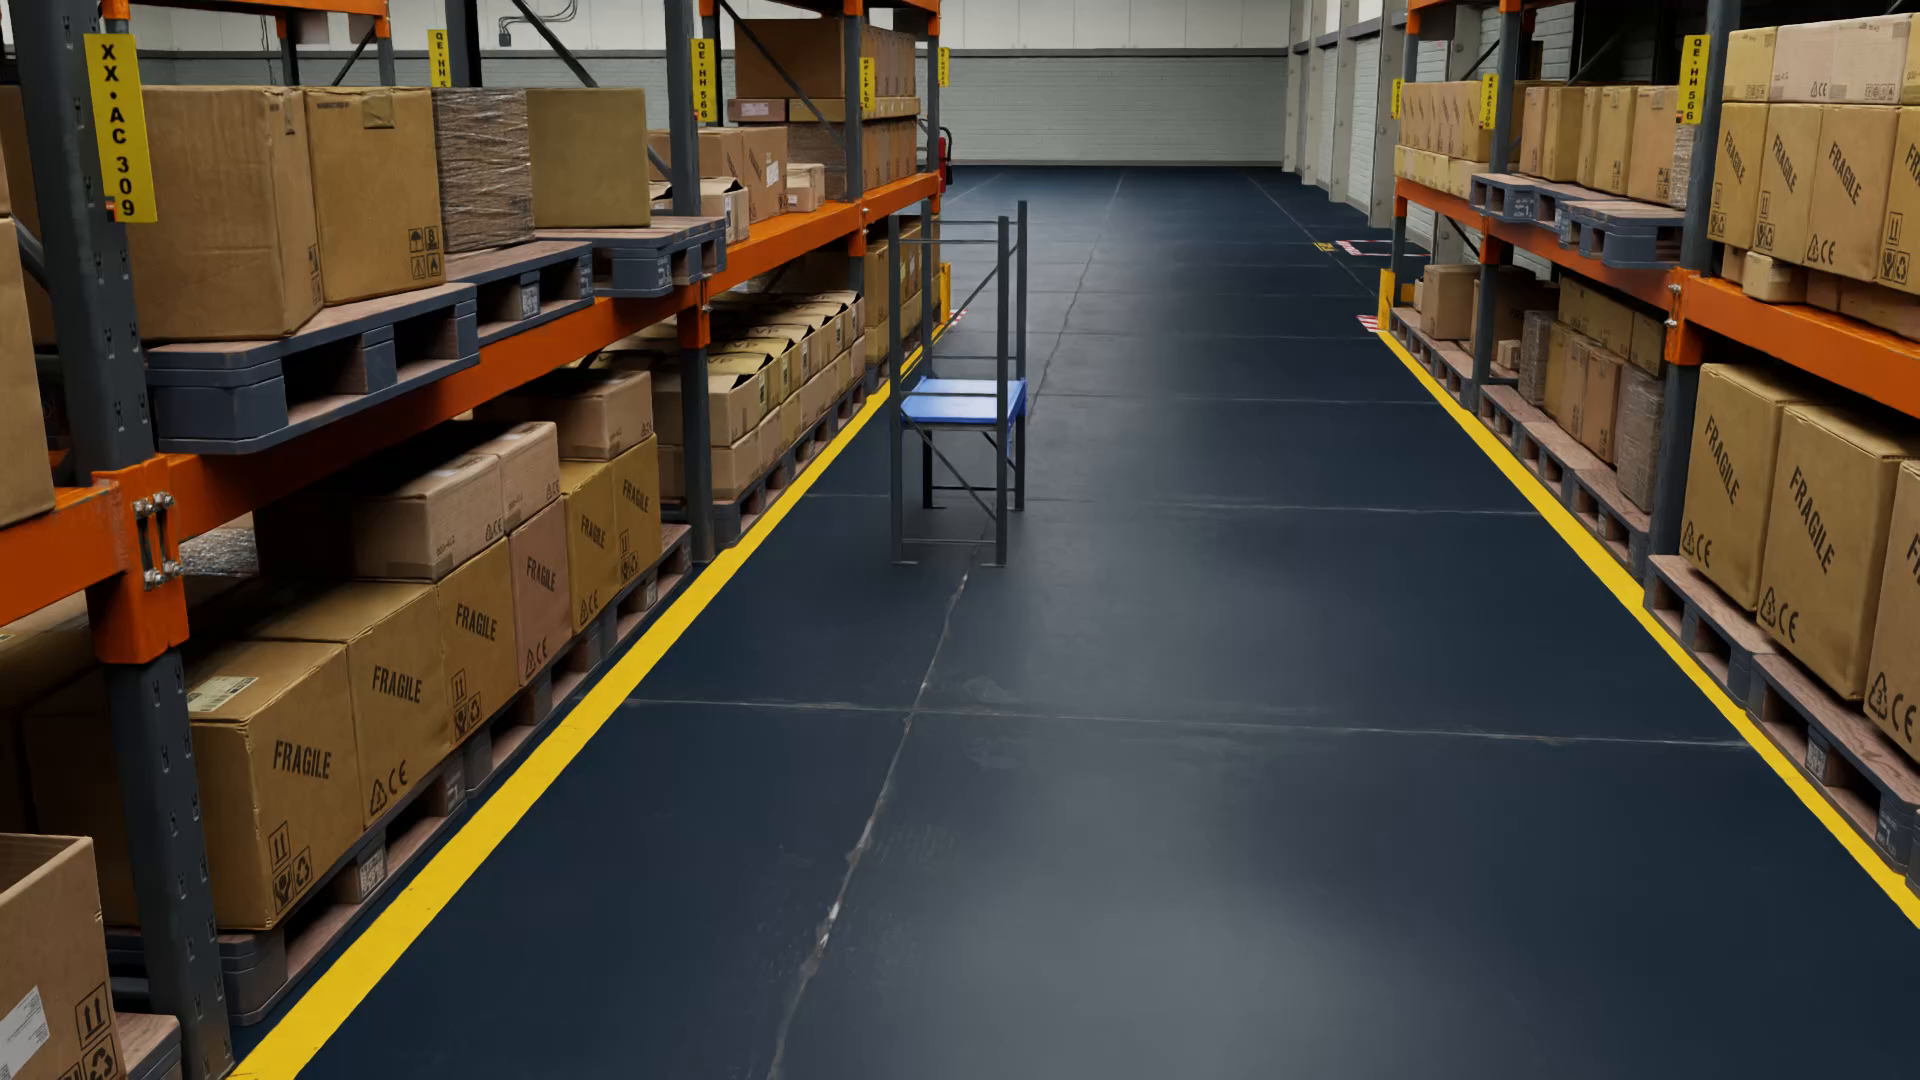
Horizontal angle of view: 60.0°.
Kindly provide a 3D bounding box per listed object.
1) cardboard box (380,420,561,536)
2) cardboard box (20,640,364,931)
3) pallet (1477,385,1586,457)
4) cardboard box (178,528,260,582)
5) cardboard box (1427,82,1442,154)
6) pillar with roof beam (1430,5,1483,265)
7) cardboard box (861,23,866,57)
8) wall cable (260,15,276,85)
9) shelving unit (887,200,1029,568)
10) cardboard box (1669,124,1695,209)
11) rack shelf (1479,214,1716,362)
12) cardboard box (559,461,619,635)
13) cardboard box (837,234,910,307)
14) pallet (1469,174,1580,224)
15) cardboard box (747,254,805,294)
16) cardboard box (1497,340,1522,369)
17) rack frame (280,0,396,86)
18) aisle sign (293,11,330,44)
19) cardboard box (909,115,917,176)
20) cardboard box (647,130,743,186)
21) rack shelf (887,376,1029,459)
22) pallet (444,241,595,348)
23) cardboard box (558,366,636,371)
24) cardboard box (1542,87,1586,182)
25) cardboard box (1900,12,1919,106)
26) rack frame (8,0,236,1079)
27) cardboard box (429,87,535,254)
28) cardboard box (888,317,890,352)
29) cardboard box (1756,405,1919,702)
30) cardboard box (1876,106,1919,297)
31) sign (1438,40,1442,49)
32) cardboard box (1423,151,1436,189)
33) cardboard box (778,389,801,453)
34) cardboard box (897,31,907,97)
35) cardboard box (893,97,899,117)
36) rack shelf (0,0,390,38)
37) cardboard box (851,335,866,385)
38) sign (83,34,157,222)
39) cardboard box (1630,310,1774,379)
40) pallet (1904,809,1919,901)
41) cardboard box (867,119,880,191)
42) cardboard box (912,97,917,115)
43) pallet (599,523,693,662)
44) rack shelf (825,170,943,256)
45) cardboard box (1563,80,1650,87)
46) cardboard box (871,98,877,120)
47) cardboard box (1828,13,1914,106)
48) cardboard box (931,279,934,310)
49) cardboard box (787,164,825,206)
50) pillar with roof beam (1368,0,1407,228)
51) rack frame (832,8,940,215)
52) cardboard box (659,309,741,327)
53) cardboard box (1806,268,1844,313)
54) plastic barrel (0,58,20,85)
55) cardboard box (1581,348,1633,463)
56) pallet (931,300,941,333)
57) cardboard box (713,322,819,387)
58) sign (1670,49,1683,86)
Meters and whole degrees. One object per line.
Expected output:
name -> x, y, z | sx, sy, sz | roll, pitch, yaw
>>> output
cardboard box -> -1.572, -0.203, 5.175 | 0.500, 0.250, 0.500 | 1, 15, 5
cardboard box -> -1.741, 0.549, 3.833 | 0.500, 0.500, 0.500 | 1, 15, 4
pallet -> 3.701, -0.709, 9.881 | 1.003, 0.211, 1.213 | 2, 15, 6
cardboard box -> -2.146, 0.272, 4.854 | 0.500, 0.500, 0.500 | 2, 15, 7
cardboard box -> 3.710, -3.083, 12.130 | 0.500, 0.500, 0.500 | 2, 15, 8
pillar with roof beam -> 1.419, -7.667, 18.776 | 9.100, 9.000, 0.400 | 2, 15, 6
cardboard box -> -1.036, -3.323, 11.529 | 0.700, 0.500, 0.500 | 2, 15, 6
wall cable -> -21.248, -13.919, 47.845 | 3.097, 2.526, 0.112 | 2, 15, 6
shelving unit -> 0.010, -0.746, 7.548 | 0.538, 1.500, 1.048 | 2, 15, 6
cardboard box -> 3.379, -1.603, 6.809 | 0.700, 0.500, 0.500 | 0, 15, 0
rack shelf -> 3.562, -1.391, 8.439 | 1.077, 0.370, 4.000 | 2, 15, 6
cardboard box -> -1.518, 0.013, 5.813 | 0.500, 0.500, 0.500 | 1, 15, 4
cardboard box -> -0.659, -2.010, 12.376 | 0.500, 0.500, 0.500 | 2, 15, 6
pallet -> 3.557, -1.971, 9.572 | 1.003, 0.211, 1.213 | 2, 15, 6
cardboard box -> -1.232, -1.896, 11.953 | 0.500, 0.500, 0.500 | 2, 15, 6
cardboard box -> 3.818, -1.242, 11.093 | 0.380, 0.166, 0.250 | 0, 15, -1
rack frame -> -5.605, -3.587, 15.180 | 1.000, 3.000, 0.127 | 2, 15, 6
aisle sign -> -5.888, -4.869, 14.941 | 0.394, 0.787, 0.004 | 2, 15, 6
cardboard box -> -0.749, -3.367, 14.177 | 0.700, 0.500, 0.500 | 2, 15, 6
cardboard box -> -1.413, -1.849, 8.561 | 0.500, 0.500, 0.500 | 1, 15, 3
rack shelf -> 0.010, -0.572, 7.595 | 0.538, 0.185, 1.000 | 2, 15, 6
pallet -> -1.801, -0.768, 5.122 | 1.003, 0.211, 1.213 | 2, 15, 6
cardboard box -> -1.772, -0.654, 7.723 | 0.500, 0.311, 0.500 | 2, 15, 8
cardboard box -> 3.626, -2.242, 9.174 | 0.700, 0.500, 0.500 | 3, 15, 12
cardboard box -> 2.865, -1.272, 4.381 | 0.500, 0.250, 0.500 | 1, 15, 5
rack frame -> -2.038, -0.327, 3.126 | 1.000, 3.000, 0.127 | 2, 15, 6
cardboard box -> -1.839, -1.218, 5.423 | 0.700, 0.500, 0.500 | 5, 16, 17
cardboard box -> -0.720, -1.519, 11.995 | 0.500, 0.250, 0.500 | 2, 15, 6
cardboard box -> 3.017, 0.029, 5.122 | 0.750, 0.750, 0.750 | 2, 15, 6
cardboard box -> 2.850, -0.904, 4.457 | 0.500, 0.500, 0.500 | 2, 15, 8
sign -> 6.113, -6.402, 21.150 | 0.001, 0.298, 0.199 | 2, 15, 6
cardboard box -> 3.701, -2.717, 12.212 | 0.500, 0.250, 0.500 | 2, 15, 7
cardboard box -> -1.127, -0.633, 8.719 | 0.500, 0.250, 0.500 | 1, 15, 5
cardboard box -> -0.809, -3.843, 13.452 | 0.700, 0.500, 0.500 | 1, 15, 5
cardboard box -> -0.682, -3.361, 12.909 | 0.380, 0.149, 0.250 | 2, 15, 8
rack shelf -> -5.831, -4.169, 12.964 | 1.077, 0.370, 4.000 | 2, 15, 6
cardboard box -> -0.894, -1.162, 10.675 | 0.500, 0.250, 0.500 | 2, 15, 6
sign -> -1.498, -0.731, 2.962 | 0.100, 0.325, 0.005 | 2, 15, 6
cardboard box -> 3.492, -0.922, 7.834 | 0.500, 0.250, 0.500 | 2, 15, 7
pallet -> 2.897, 0.961, 3.703 | 1.003, 0.211, 1.213 | 2, 15, 6
cardboard box -> -0.978, -2.833, 12.200 | 0.700, 0.500, 0.500 | 2, 15, 7
cardboard box -> -0.566, -3.629, 13.900 | 0.380, 0.149, 0.250 | 2, 15, 8
pallet -> -1.708, 0.174, 6.615 | 1.003, 0.211, 1.213 | 2, 15, 6
rack shelf -> -0.910, -2.574, 12.812 | 1.077, 0.370, 4.000 | 2, 15, 6
cardboard box -> 4.048, -2.672, 10.611 | 0.500, 0.500, 0.500 | 1, 15, 5
cardboard box -> -0.798, -3.093, 11.919 | 0.380, 0.149, 0.250 | 1, 15, 4
cardboard box -> 2.916, -1.404, 4.872 | 0.500, 0.250, 0.500 | 2, 15, 7
cardboard box -> -0.495, -2.037, 13.913 | 0.500, 0.250, 0.500 | 2, 15, 6
cardboard box -> -1.147, -2.201, 10.342 | 0.500, 0.250, 0.500 | 3, 15, 10
pillar with roof beam -> 2.096, -9.223, 24.531 | 9.100, 9.000, 0.400 | 2, 15, 6
rack frame -> -0.684, -3.440, 14.636 | 1.000, 3.000, 0.127 | 2, 15, 6
cardboard box -> -1.548, -1.185, 9.685 | 0.500, 0.311, 0.500 | 1, 15, 4
cardboard box -> 3.012, -0.829, 5.426 | 0.380, 0.149, 0.250 | 2, 15, 6
plastic barrel -> -6.401, -2.700, 10.940 | 0.600, 0.901, 0.708 | 2, 15, 6
cardboard box -> 3.567, -0.674, 8.353 | 0.700, 0.500, 0.500 | 2, 15, 6
pallet -> -0.728, -1.894, 14.262 | 1.003, 0.211, 1.213 | 2, 15, 6
cardboard box -> -1.067, -1.040, 9.151 | 0.500, 0.311, 0.500 | 2, 15, 6
sign -> 4.339, -2.801, 10.056 | 0.100, 0.325, 0.005 | 2, 15, 6
